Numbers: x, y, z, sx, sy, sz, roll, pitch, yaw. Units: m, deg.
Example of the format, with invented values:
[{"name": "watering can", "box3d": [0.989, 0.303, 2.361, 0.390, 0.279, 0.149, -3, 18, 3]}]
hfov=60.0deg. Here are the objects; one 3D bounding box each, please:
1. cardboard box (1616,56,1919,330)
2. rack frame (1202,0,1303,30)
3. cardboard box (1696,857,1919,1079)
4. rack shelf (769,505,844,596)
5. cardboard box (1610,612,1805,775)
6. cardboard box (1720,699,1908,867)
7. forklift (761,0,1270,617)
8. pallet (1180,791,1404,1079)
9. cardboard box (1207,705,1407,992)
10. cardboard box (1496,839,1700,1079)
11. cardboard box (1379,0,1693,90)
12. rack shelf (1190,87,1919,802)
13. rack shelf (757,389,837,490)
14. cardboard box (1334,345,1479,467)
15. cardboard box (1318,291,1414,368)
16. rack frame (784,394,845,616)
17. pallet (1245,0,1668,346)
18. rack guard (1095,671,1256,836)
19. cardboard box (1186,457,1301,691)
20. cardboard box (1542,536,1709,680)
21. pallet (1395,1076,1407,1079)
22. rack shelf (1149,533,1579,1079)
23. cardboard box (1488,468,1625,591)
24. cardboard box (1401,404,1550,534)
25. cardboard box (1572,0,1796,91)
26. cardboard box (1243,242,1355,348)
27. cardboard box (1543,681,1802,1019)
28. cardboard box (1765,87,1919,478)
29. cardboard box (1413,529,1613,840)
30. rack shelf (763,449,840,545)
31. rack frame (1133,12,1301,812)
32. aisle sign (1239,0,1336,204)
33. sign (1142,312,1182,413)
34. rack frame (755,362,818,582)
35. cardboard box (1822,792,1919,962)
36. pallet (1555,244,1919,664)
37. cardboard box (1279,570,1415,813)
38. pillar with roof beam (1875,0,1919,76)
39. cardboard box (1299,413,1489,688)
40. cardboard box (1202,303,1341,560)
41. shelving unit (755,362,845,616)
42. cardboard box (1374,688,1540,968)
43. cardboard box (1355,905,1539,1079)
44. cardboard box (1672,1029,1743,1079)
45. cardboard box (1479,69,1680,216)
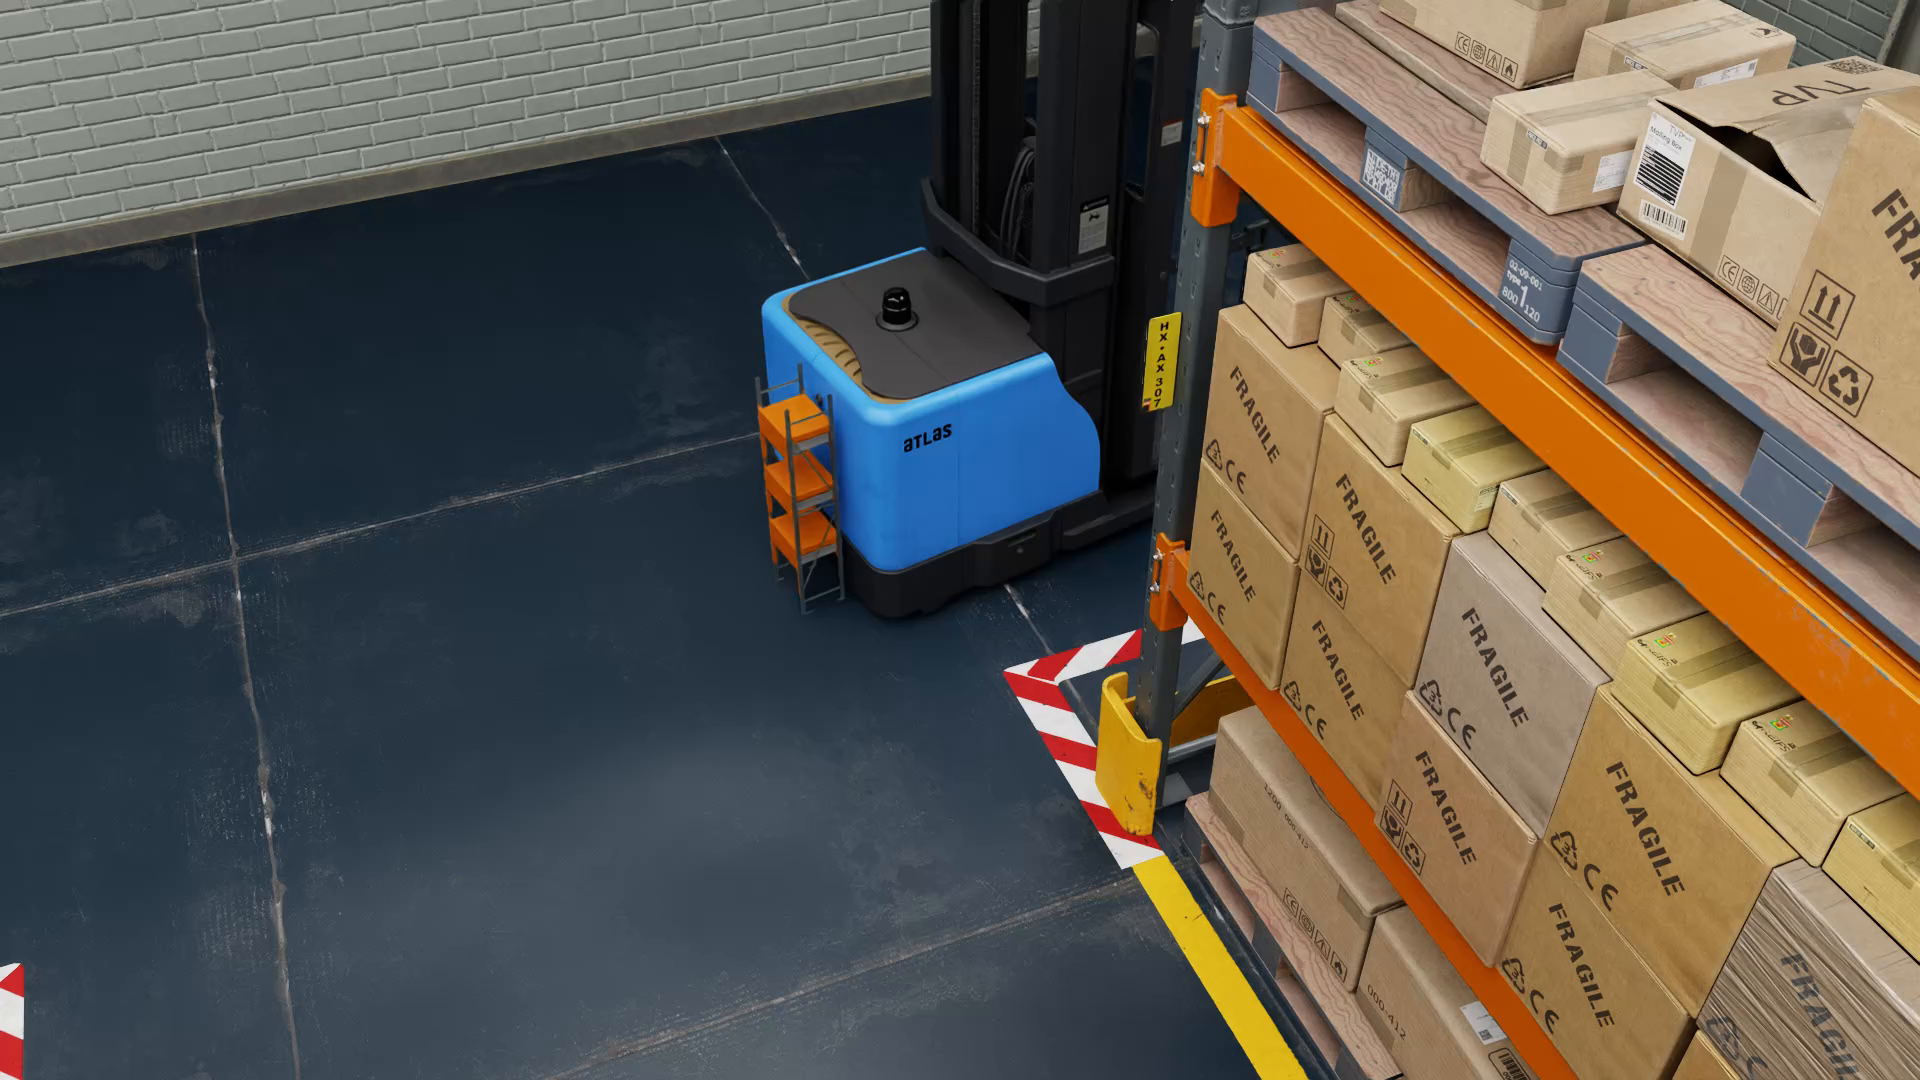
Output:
[{"name": "cardboard box", "box3d": [1.625, -0.675, 3.104, 0.500, 0.311, 0.500, -14, 43, -16]}, {"name": "rack frame", "box3d": [1.098, -2.563, 3.329, 1.000, 3.000, 0.127, -15, 43, -17]}, {"name": "cardboard box", "box3d": [1.803, 0.876, 3.087, 0.500, 0.500, 0.500, -15, 43, -16]}, {"name": "rack shelf", "box3d": [-0.633, 0.032, 6.850, 0.215, 0.259, 0.240, -22, 45, -24]}, {"name": "cardboard box", "box3d": [1.533, 0.276, 3.288, 0.380, 0.149, 0.250, -16, 43, -18]}, {"name": "cardboard box", "box3d": [1.678, 0.422, 3.118, 0.380, 0.149, 0.250, -15, 43, -17]}, {"name": "forklift", "box3d": [0.700, -1.526, 6.776, 3.031, 2.935, 1.130, -22, 45, -24]}, {"name": "pallet", "box3d": [1.477, 1.231, 5.657, 1.003, 0.211, 1.213, -15, 43, -17]}, {"name": "cardboard box", "box3d": [1.443, 0.896, 5.550, 0.875, 0.438, 0.875, -17, 43, -18]}, {"name": "cardboard box", "box3d": [1.621, 0.940, 3.779, 0.500, 0.500, 0.500, -14, 43, -15]}, {"name": "cardboard box", "box3d": [1.354, -1.318, 3.897, 0.500, 0.250, 0.500, -19, 44, -21]}, {"name": "rack shelf", "box3d": [1.864, 0.051, 3.141, 1.077, 0.370, 4.000, -15, 43, -17]}, {"name": "rack shelf", "box3d": [-0.634, -0.394, 6.483, 0.215, 0.259, 0.240, -22, 45, -24]}, {"name": "cardboard box", "box3d": [1.138, -0.344, 4.008, 0.380, 0.149, 0.250, -14, 43, -16]}, {"name": "cardboard box", "box3d": [1.144, -0.529, 4.223, 0.380, 0.149, 0.250, -14, 43, -16]}, {"name": "rack frame", "box3d": [-0.569, -0.119, 6.583, 0.200, 1.050, 0.008, -22, 45, -24]}, {"name": "pallet", "box3d": [1.392, -0.948, 3.819, 1.003, 0.211, 1.213, -15, 43, -17]}, {"name": "rack guard", "box3d": [1.089, 0.645, 6.117, 1.175, 0.500, 0.348, -15, 43, -17]}, {"name": "cardboard box", "box3d": [1.017, 0.034, 4.833, 0.500, 0.500, 0.500, -15, 43, -17]}, {"name": "cardboard box", "box3d": [1.461, 0.116, 3.473, 0.380, 0.149, 0.250, -15, 43, -16]}, {"name": "pallet", "box3d": [1.939, 1.964, 4.804, 1.003, 0.211, 1.213, -15, 43, -17]}, {"name": "rack shelf", "box3d": [1.864, 1.189, 4.119, 1.077, 0.370, 4.000, -15, 43, -17]}, {"name": "cardboard box", "box3d": [1.405, -0.044, 3.660, 0.380, 0.149, 0.250, -15, 43, -16]}, {"name": "cardboard box", "box3d": [1.255, -0.190, 3.829, 0.380, 0.149, 0.250, -16, 43, -18]}, {"name": "cardboard box", "box3d": [1.588, -1.047, 3.660, 0.380, 0.149, 0.250, -18, 44, -20]}, {"name": "cardboard box", "box3d": [0.978, -0.669, 4.386, 0.380, 0.149, 0.250, -14, 43, -16]}, {"name": "cardboard box", "box3d": [1.619, 0.572, 3.440, 0.500, 0.500, 0.500, -15, 43, -17]}, {"name": "cardboard box", "box3d": [1.731, -0.409, 2.649, 0.500, 0.500, 0.500, -14, 43, -16]}, {"name": "cardboard box", "box3d": [1.427, 0.272, 3.790, 0.500, 0.500, 0.500, -15, 43, -17]}, {"name": "rack shelf", "box3d": [-0.633, -0.179, 6.669, 0.215, 0.259, 0.240, -22, 45, -24]}, {"name": "rack frame", "box3d": [1.098, -0.289, 5.285, 1.000, 3.000, 0.127, -15, 43, -17]}, {"name": "aisle sign", "box3d": [0.803, -1.245, 4.404, 0.394, 0.787, 0.004, -15, 43, -17]}, {"name": "sign", "box3d": [0.583, -0.512, 4.820, 0.100, 0.325, 0.005, -15, 43, -17]}, {"name": "rack frame", "box3d": [-0.698, -0.254, 6.740, 0.200, 1.050, 0.008, -22, 45, -24]}, {"name": "cardboard box", "box3d": [1.786, 0.566, 2.950, 0.380, 0.149, 0.250, -16, 43, -18]}, {"name": "pallet", "box3d": [1.862, -0.212, 2.964, 1.003, 0.211, 1.213, -15, 43, -17]}, {"name": "cardboard box", "box3d": [1.236, 0.332, 4.487, 0.500, 0.500, 0.500, -16, 43, -17]}, {"name": "pillar with roof beam", "box3d": [1.507, -4.579, 5.673, 9.100, 9.000, 0.400, -15, 43, -17]}, {"name": "cardboard box", "box3d": [1.223, -0.036, 4.148, 0.500, 0.500, 0.500, -16, 43, -18]}, {"name": "cardboard box", "box3d": [1.019, -0.346, 4.508, 0.500, 0.500, 0.500, -16, 43, -18]}, {"name": "shelving unit", "box3d": [-0.633, -0.187, 6.662, 0.215, 1.050, 0.252, -22, 45, -24]}, {"name": "cardboard box", "box3d": [1.414, 0.643, 4.125, 0.500, 0.500, 0.500, -15, 43, -17]}, {"name": "cardboard box", "box3d": [1.801, 1.445, 4.912, 0.875, 0.438, 0.875, -14, 43, -16]}, {"name": "cardboard box", "box3d": [1.807, 1.259, 3.408, 0.500, 0.500, 0.500, -16, 43, -17]}, {"name": "cardboard box", "box3d": [1.302, -0.815, 3.391, 0.380, 0.149, 0.250, -14, 43, -15]}]
